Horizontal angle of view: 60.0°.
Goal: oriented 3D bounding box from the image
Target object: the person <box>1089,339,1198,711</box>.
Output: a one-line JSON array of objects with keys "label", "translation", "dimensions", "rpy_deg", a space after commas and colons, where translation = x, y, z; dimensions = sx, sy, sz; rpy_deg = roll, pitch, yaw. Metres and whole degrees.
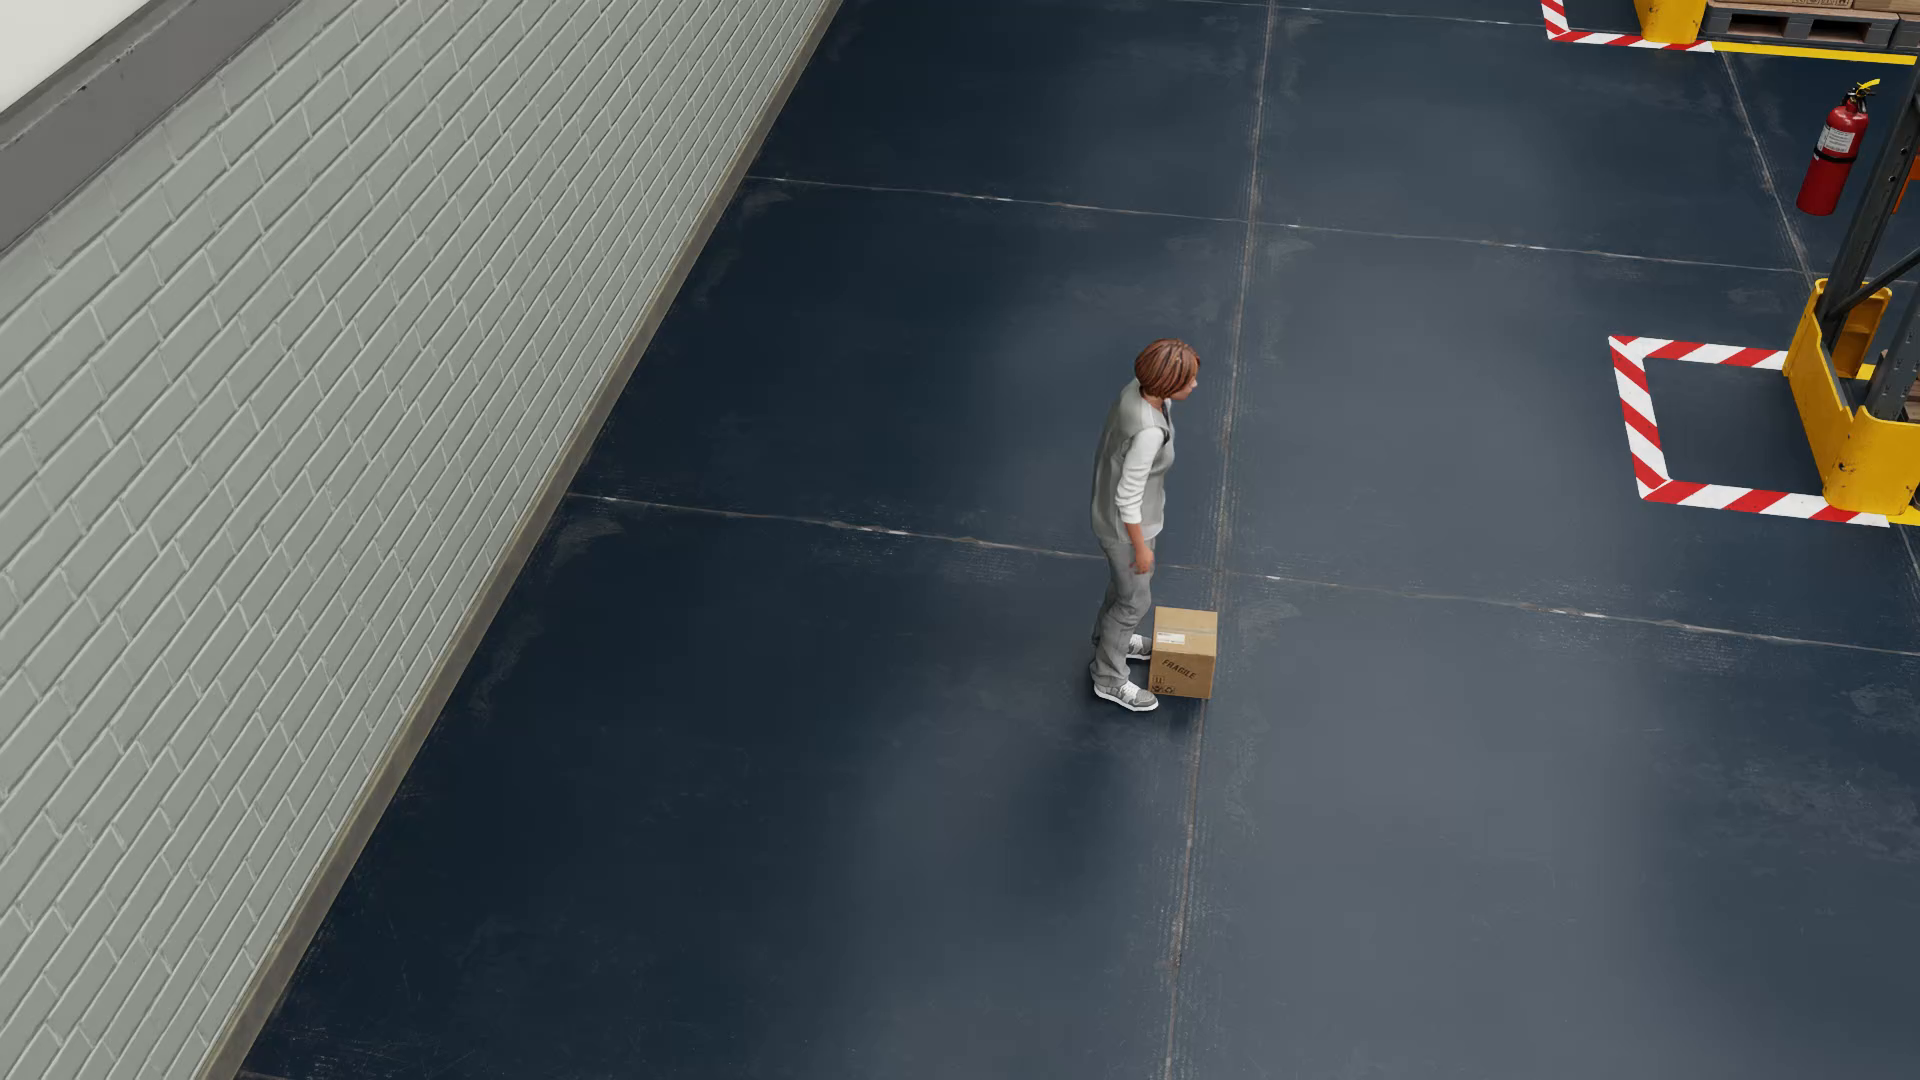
[{"label": "person", "translation": [0.653, -0.068, 6.253], "dimensions": [0.343, 1.581, 0.464], "rpy_deg": [5, 41, 6]}]
